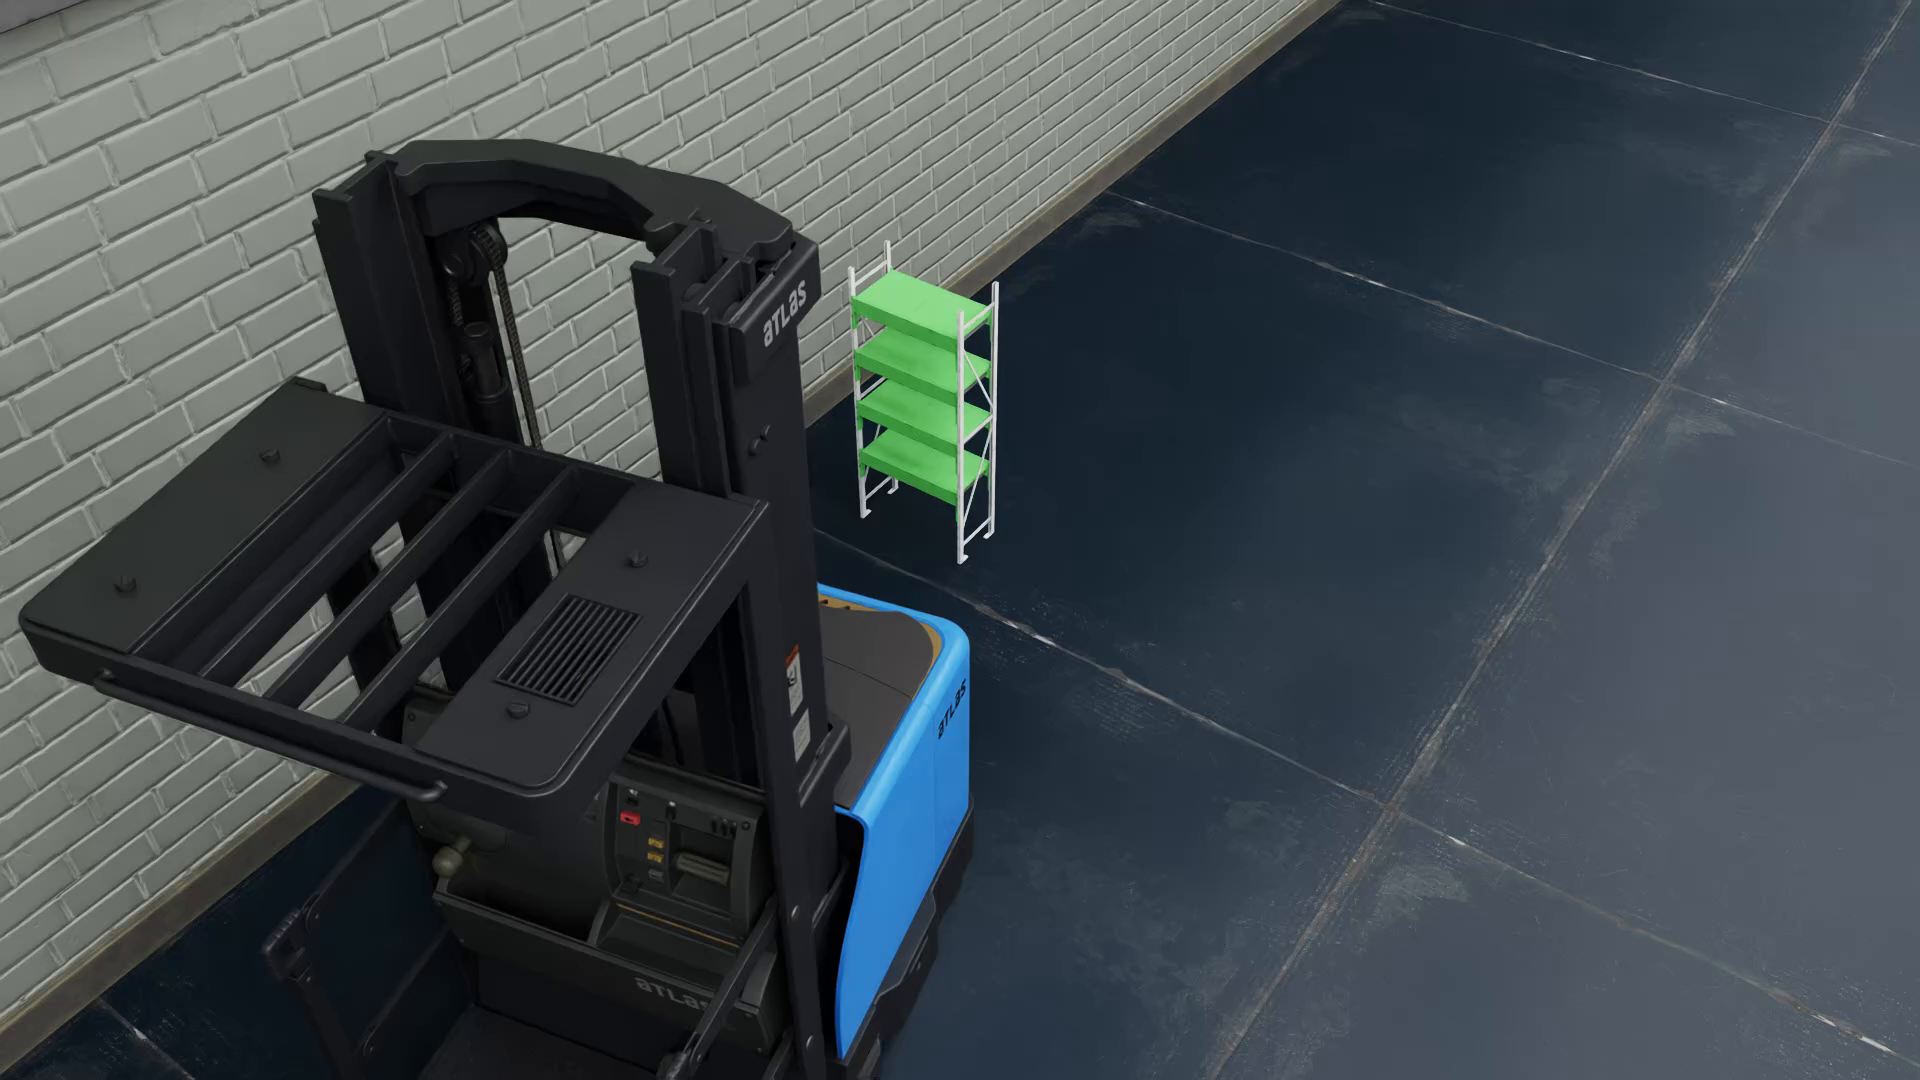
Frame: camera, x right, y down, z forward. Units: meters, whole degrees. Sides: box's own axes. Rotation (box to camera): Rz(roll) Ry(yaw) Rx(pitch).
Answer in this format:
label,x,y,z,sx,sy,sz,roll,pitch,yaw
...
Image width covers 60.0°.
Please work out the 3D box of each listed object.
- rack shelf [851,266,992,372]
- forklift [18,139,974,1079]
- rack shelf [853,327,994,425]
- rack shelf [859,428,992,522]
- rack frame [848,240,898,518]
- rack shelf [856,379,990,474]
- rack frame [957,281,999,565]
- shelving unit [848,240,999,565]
label,x,y,z,sx,sy,sz,roll,pitch,yaw
rack shelf,-0.136,-0.821,6.143,0.480,0.148,0.258,25,48,25
forklift,-0.970,0.751,3.712,1.130,2.935,3.031,15,44,16
rack shelf,-0.136,-0.642,6.303,0.480,0.148,0.258,25,48,25
rack shelf,-0.136,-0.284,6.623,0.480,0.148,0.258,25,48,25
rack frame,-0.335,-0.604,6.525,0.015,1.200,0.240,25,48,25
rack shelf,-0.136,-0.463,6.463,0.480,0.148,0.258,25,48,25
rack frame,0.064,-0.417,6.316,0.015,1.200,0.240,25,48,25
shelving unit,-0.136,-0.511,6.421,0.503,1.200,0.258,25,48,25
